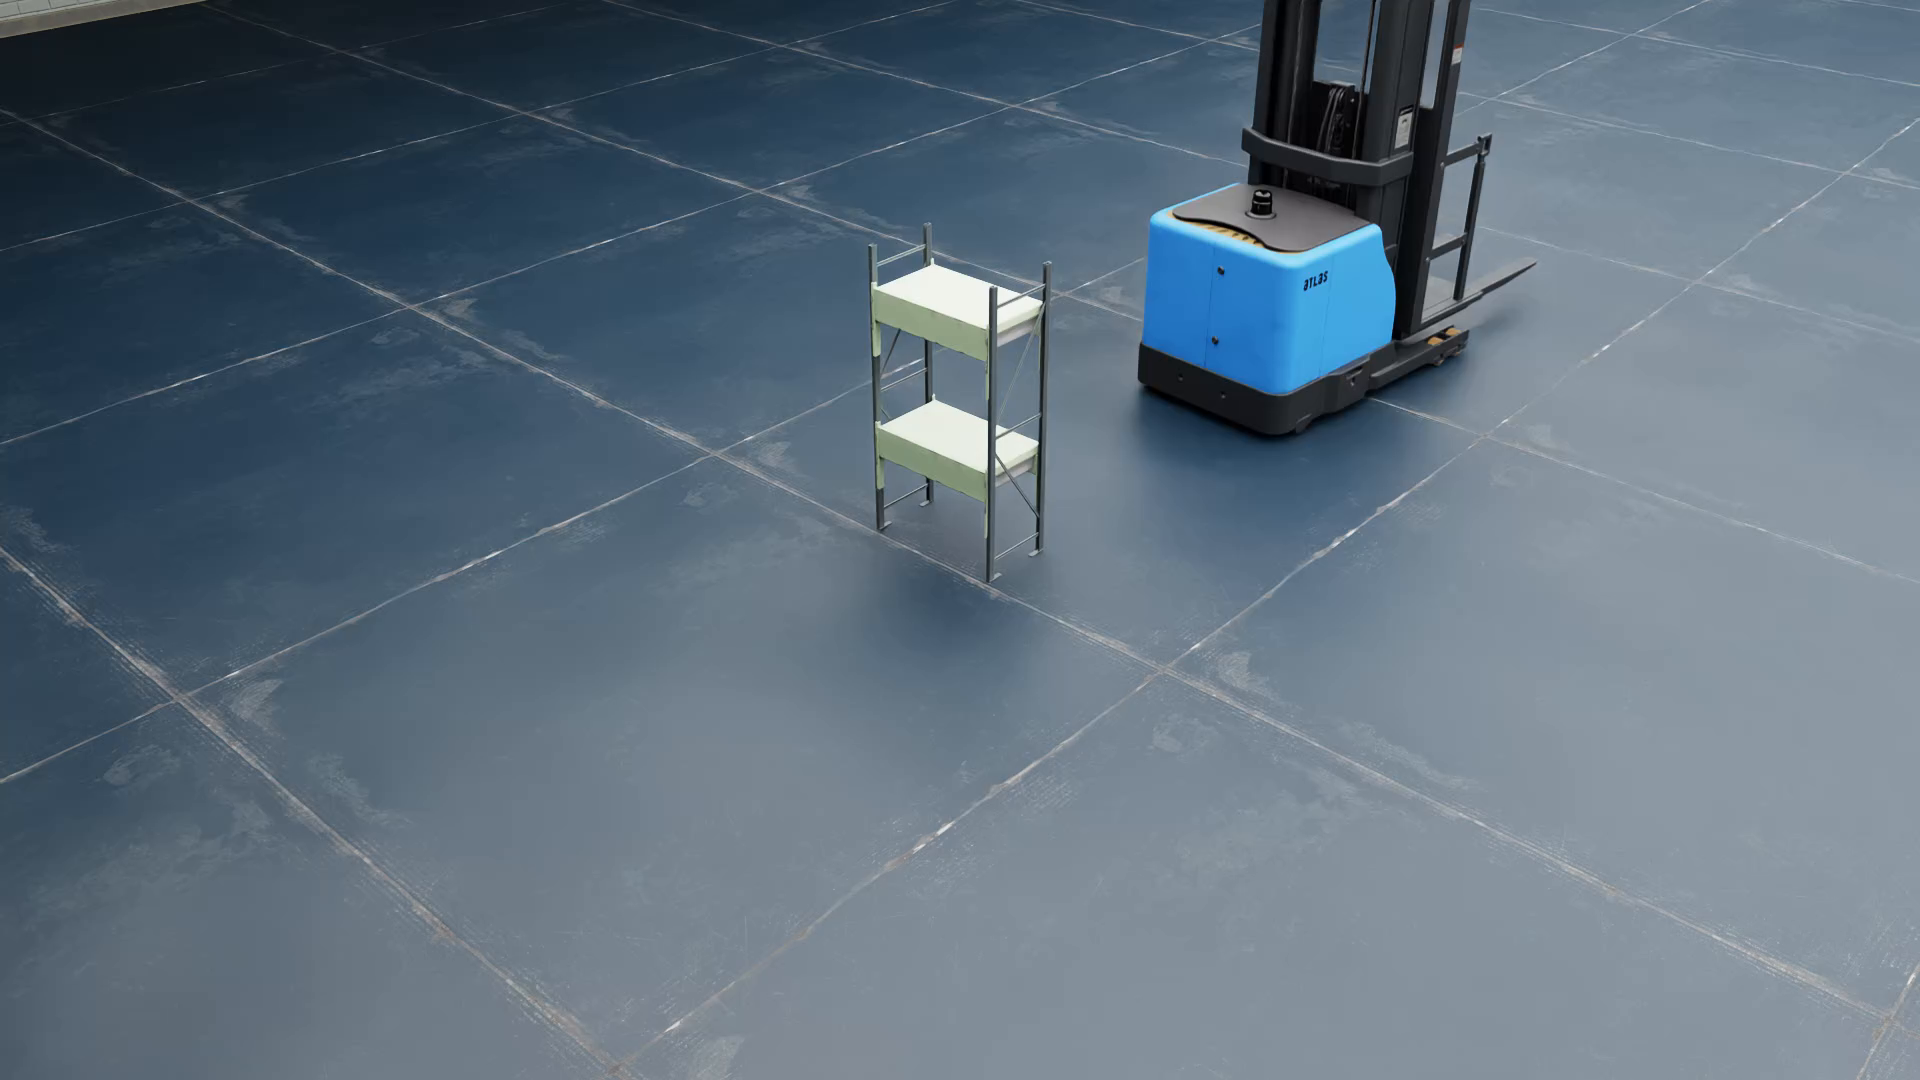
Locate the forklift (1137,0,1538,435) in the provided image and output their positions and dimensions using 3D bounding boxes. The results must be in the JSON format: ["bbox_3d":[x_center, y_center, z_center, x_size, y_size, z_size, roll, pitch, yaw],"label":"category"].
[{"bbox_3d":[2.446,-2.478,9.524,3.031,2.935,1.130,-26,40,-36],"label":"forklift"}]

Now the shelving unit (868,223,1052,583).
[{"bbox_3d":[-0.005,-0.645,7.867,0.755,1.500,0.431,25,39,35],"label":"shelving unit"}]

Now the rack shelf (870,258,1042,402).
[{"bbox_3d":[-0.005,-0.979,7.666,0.720,0.370,0.431,25,39,35],"label":"rack shelf"}]

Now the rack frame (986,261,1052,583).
[{"bbox_3d":[0.266,-0.518,7.657,0.023,1.500,0.400,25,39,35],"label":"rack frame"}]

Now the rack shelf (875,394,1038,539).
[{"bbox_3d":[-0.005,-0.366,8.035,0.720,0.370,0.431,25,39,35],"label":"rack shelf"}]

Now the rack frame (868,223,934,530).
[{"bbox_3d":[-0.276,-0.772,8.077,0.023,1.500,0.400,25,39,35],"label":"rack frame"}]
